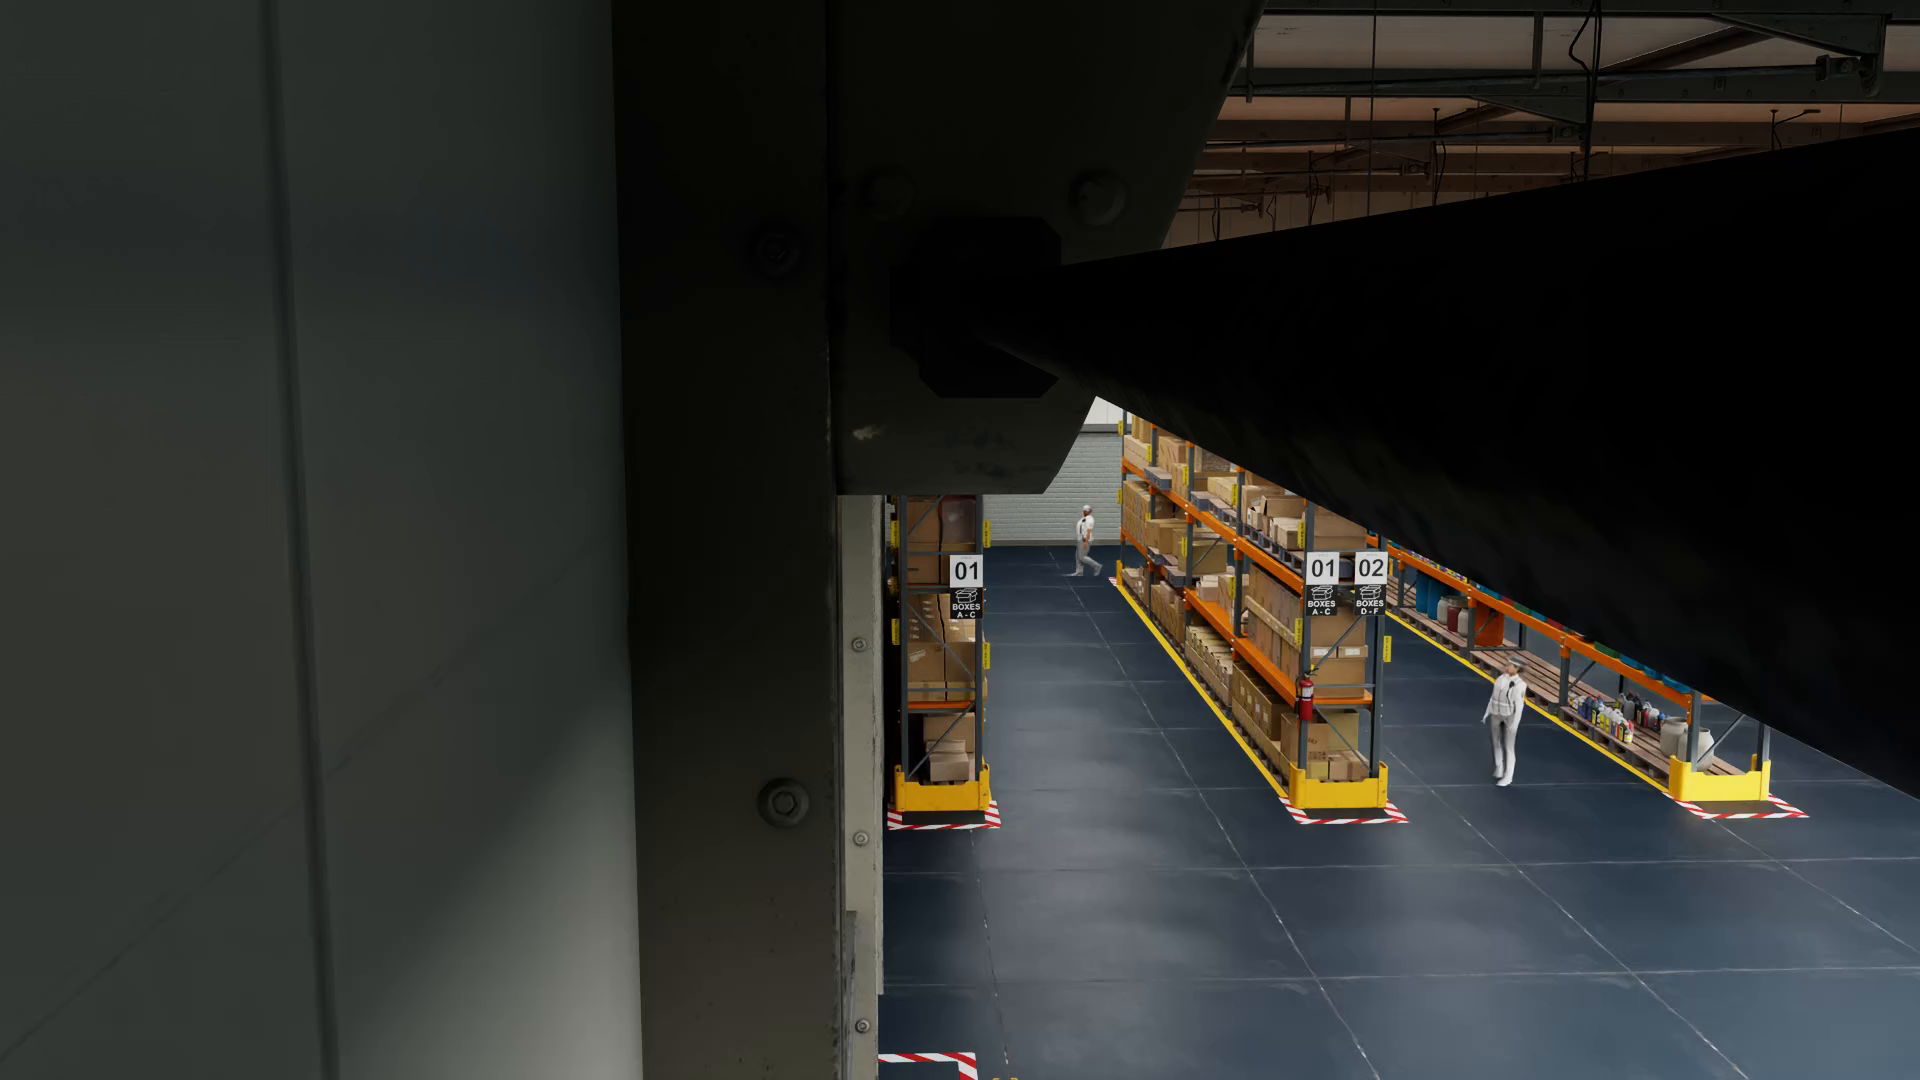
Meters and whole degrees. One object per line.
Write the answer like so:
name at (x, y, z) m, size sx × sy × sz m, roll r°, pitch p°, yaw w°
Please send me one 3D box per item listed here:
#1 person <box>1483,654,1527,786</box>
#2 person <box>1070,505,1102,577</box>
person at (7.085, 2.326, 21.735) m, size 0.589 × 1.685 × 0.529 m, roll -8°, pitch 12°, yaw -44°
person at (2.831, 0.028, 37.267) m, size 0.707 × 1.637 × 0.513 m, roll 0°, pitch 8°, yaw 2°
